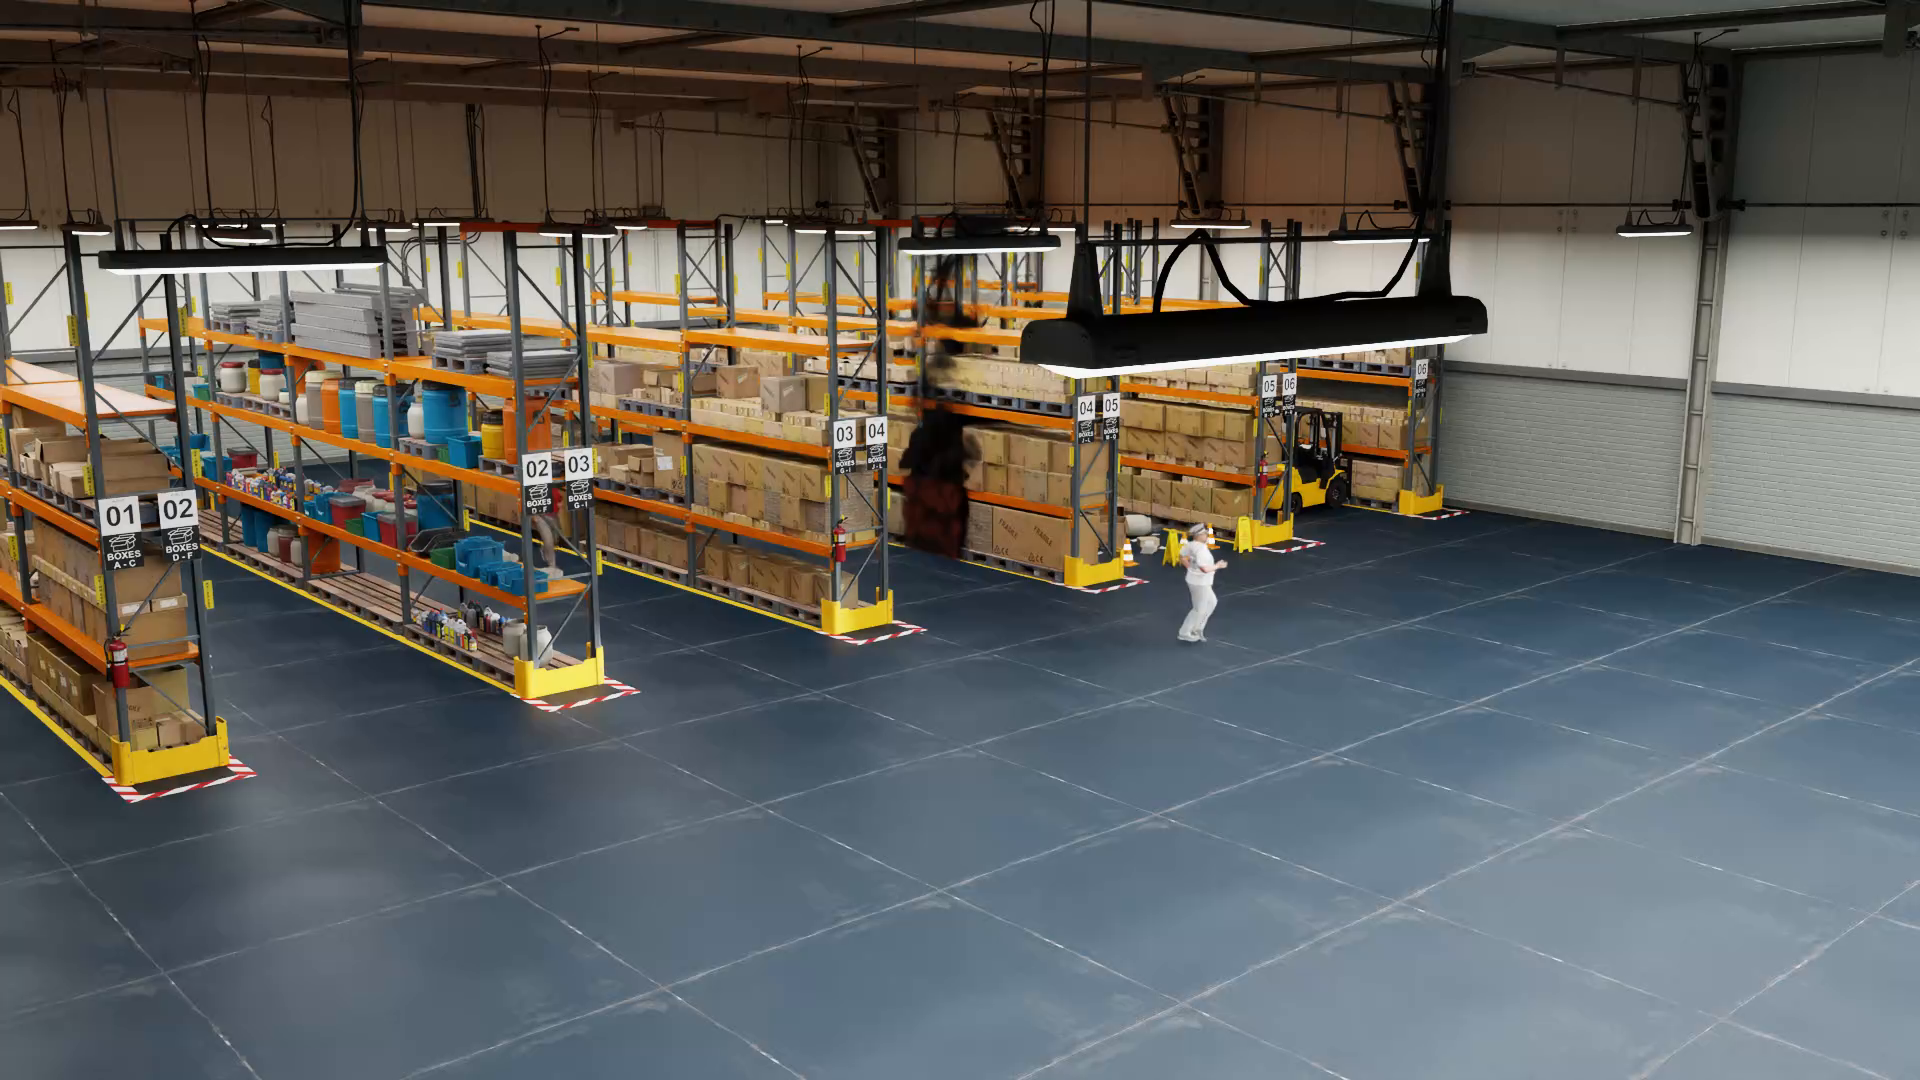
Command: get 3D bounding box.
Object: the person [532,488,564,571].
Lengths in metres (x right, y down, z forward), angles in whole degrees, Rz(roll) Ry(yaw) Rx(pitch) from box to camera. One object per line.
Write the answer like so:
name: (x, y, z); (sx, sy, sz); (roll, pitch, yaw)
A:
person: (-7.246, -0.334, 29.155); (0.660, 1.699, 0.944); (-10, 15, -40)

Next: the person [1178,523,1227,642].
person: (3.531, 0.649, 24.255); (0.696, 1.827, 0.641); (-1, 11, -4)
